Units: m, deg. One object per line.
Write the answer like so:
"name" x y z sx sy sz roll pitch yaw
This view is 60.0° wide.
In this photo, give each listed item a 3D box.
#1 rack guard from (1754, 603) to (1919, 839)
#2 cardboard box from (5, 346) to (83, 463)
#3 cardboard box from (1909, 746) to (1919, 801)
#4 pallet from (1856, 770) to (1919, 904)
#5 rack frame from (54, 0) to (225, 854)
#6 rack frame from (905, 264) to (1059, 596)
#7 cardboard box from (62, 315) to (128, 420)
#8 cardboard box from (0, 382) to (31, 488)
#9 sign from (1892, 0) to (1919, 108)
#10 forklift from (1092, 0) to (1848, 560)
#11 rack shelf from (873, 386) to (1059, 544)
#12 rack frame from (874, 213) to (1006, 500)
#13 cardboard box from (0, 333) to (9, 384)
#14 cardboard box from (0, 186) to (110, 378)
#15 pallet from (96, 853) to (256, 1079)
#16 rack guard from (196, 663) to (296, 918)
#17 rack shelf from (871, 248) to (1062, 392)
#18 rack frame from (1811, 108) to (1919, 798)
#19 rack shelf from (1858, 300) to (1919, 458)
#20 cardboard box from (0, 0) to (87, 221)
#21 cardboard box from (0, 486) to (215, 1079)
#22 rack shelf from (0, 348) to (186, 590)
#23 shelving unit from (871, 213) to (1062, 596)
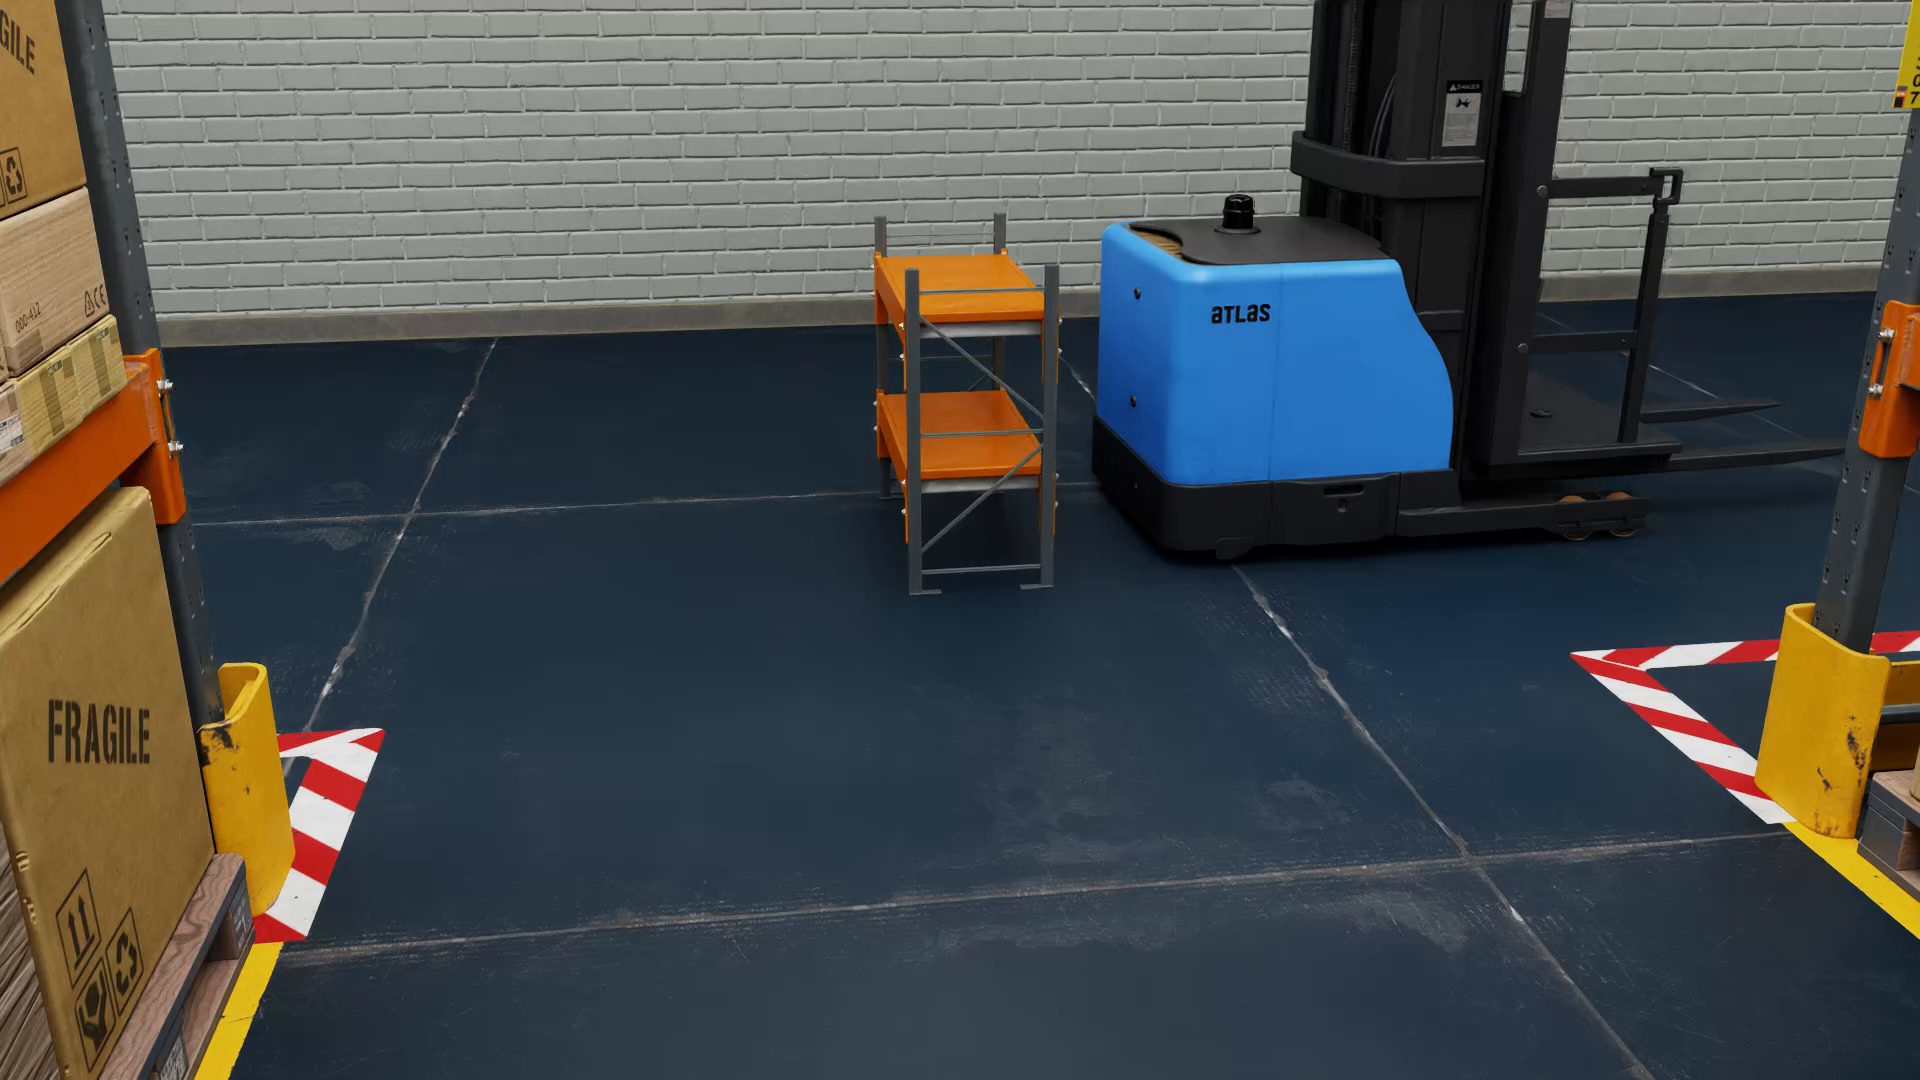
"rack guard" 2.727 0.435 4.338 1.175 0.500 0.348 -3 21 -8
"cardboard box" -1.791 -0.233 2.913 0.380 0.149 0.250 -3 21 -7
"cardboard box" 2.474 0.574 3.868 0.380 0.149 0.250 -2 21 -7
"pallet" 2.809 0.853 3.631 1.003 0.211 1.213 -3 21 -8
"rack frame" -2.207 -0.548 3.395 1.000 3.000 0.127 -3 21 -8
"rack frame" 0.072 -0.353 5.554 0.500 1.125 0.032 -3 21 -8
"cardboard box" -1.830 -0.323 3.154 0.380 0.149 0.250 -3 21 -7
"cardboard box" -1.756 -0.146 2.679 0.380 0.149 0.250 -3 21 -8
"sign" 2.179 -1.141 3.746 0.100 0.325 0.005 -3 21 -8
"forklift" 2.106 -1.547 6.168 3.031 2.935 1.130 -4 21 -11
"rack shelf" -0.001 -0.300 6.111 0.538 0.278 1.000 -3 21 -8
"rack frame" -0.074 -0.705 6.497 0.500 1.125 0.032 -3 21 -8
"cardboard box" -1.802 -0.287 2.486 0.500 0.250 0.500 -3 21 -9
"cardboard box" -1.875 -0.462 2.956 0.500 0.250 0.500 -3 21 -9
"pallet" -2.014 1.032 3.152 1.003 0.211 1.213 -3 21 -8
"rack guard" -2.211 0.615 3.855 1.175 0.500 0.348 -3 21 -8
"rack shelf" -0.001 -0.803 5.923 0.538 0.278 1.000 -3 21 -8
"rack frame" 2.716 -0.763 3.971 1.000 3.000 0.127 -3 21 -8
"rack shelf" 3.004 0.267 2.243 1.077 0.370 4.000 -3 21 -8
"cardboard box" -1.877 -0.813 2.822 0.500 0.500 0.500 -3 21 -7
"cardboard box" -2.036 0.469 3.111 0.875 0.875 0.875 -3 21 -8
"rack shelf" -1.919 0.482 1.667 1.077 0.370 4.000 -3 21 -8
"shelving unit" -0.001 -0.529 6.026 0.538 1.125 1.048 -3 21 -8
